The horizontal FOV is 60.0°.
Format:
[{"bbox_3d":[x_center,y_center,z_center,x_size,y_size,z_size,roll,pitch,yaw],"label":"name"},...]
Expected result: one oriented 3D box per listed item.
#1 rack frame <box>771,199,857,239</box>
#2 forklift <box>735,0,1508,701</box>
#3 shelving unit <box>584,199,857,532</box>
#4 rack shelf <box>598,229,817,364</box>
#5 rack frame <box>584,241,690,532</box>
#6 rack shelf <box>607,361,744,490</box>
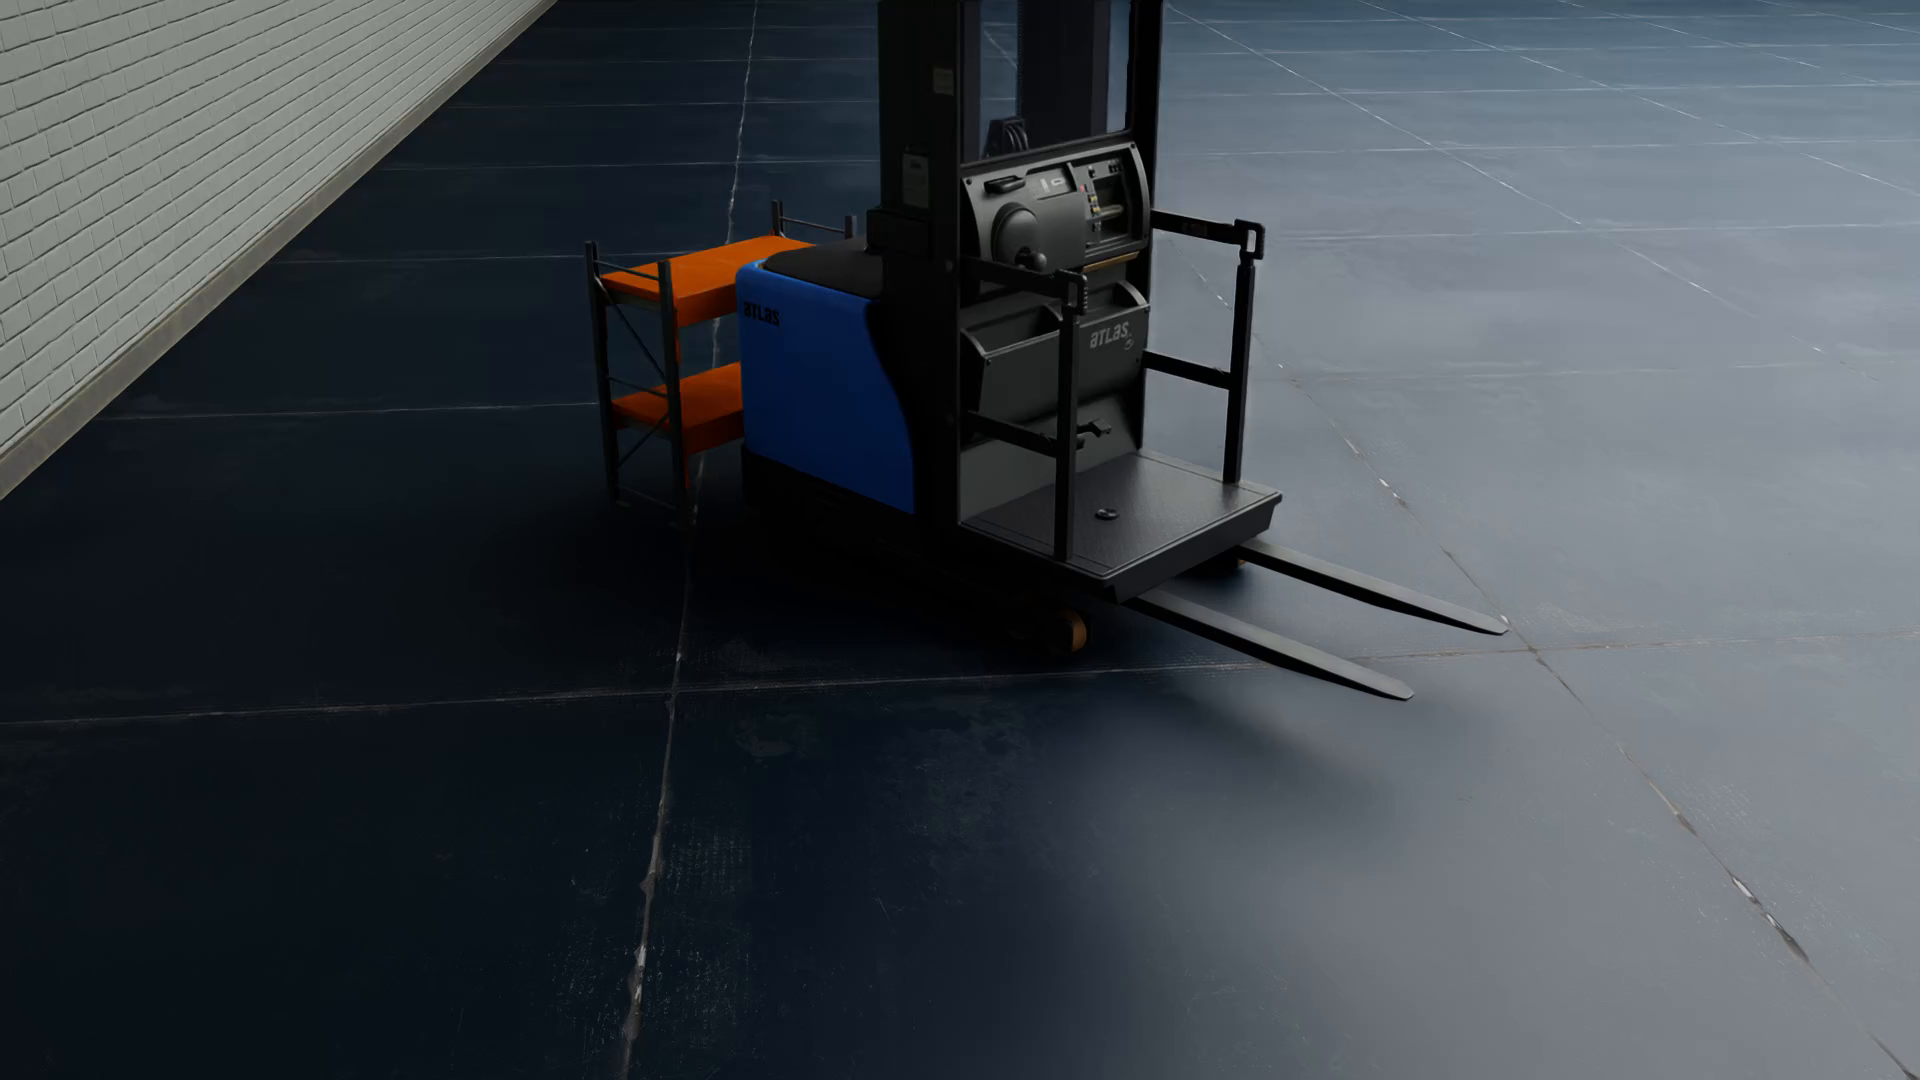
[{"bbox_3d":[-0.638,-0.929,7.455,0.500,1.125,0.032,20,31,37],"label":"rack frame"},{"bbox_3d":[0.507,-1.169,5.772,3.031,2.935,1.130,21,32,39],"label":"forklift"},{"bbox_3d":[-0.974,-0.774,7.106,0.538,1.125,1.048,20,31,37],"label":"shelving unit"},{"bbox_3d":[-0.974,-1.042,6.987,0.538,0.278,1.000,20,31,37],"label":"rack shelf"},{"bbox_3d":[-1.309,-0.619,6.757,0.500,1.125,0.032,20,31,37],"label":"rack frame"},{"bbox_3d":[-0.973,-0.551,7.205,0.538,0.278,1.000,20,31,37],"label":"rack shelf"}]
